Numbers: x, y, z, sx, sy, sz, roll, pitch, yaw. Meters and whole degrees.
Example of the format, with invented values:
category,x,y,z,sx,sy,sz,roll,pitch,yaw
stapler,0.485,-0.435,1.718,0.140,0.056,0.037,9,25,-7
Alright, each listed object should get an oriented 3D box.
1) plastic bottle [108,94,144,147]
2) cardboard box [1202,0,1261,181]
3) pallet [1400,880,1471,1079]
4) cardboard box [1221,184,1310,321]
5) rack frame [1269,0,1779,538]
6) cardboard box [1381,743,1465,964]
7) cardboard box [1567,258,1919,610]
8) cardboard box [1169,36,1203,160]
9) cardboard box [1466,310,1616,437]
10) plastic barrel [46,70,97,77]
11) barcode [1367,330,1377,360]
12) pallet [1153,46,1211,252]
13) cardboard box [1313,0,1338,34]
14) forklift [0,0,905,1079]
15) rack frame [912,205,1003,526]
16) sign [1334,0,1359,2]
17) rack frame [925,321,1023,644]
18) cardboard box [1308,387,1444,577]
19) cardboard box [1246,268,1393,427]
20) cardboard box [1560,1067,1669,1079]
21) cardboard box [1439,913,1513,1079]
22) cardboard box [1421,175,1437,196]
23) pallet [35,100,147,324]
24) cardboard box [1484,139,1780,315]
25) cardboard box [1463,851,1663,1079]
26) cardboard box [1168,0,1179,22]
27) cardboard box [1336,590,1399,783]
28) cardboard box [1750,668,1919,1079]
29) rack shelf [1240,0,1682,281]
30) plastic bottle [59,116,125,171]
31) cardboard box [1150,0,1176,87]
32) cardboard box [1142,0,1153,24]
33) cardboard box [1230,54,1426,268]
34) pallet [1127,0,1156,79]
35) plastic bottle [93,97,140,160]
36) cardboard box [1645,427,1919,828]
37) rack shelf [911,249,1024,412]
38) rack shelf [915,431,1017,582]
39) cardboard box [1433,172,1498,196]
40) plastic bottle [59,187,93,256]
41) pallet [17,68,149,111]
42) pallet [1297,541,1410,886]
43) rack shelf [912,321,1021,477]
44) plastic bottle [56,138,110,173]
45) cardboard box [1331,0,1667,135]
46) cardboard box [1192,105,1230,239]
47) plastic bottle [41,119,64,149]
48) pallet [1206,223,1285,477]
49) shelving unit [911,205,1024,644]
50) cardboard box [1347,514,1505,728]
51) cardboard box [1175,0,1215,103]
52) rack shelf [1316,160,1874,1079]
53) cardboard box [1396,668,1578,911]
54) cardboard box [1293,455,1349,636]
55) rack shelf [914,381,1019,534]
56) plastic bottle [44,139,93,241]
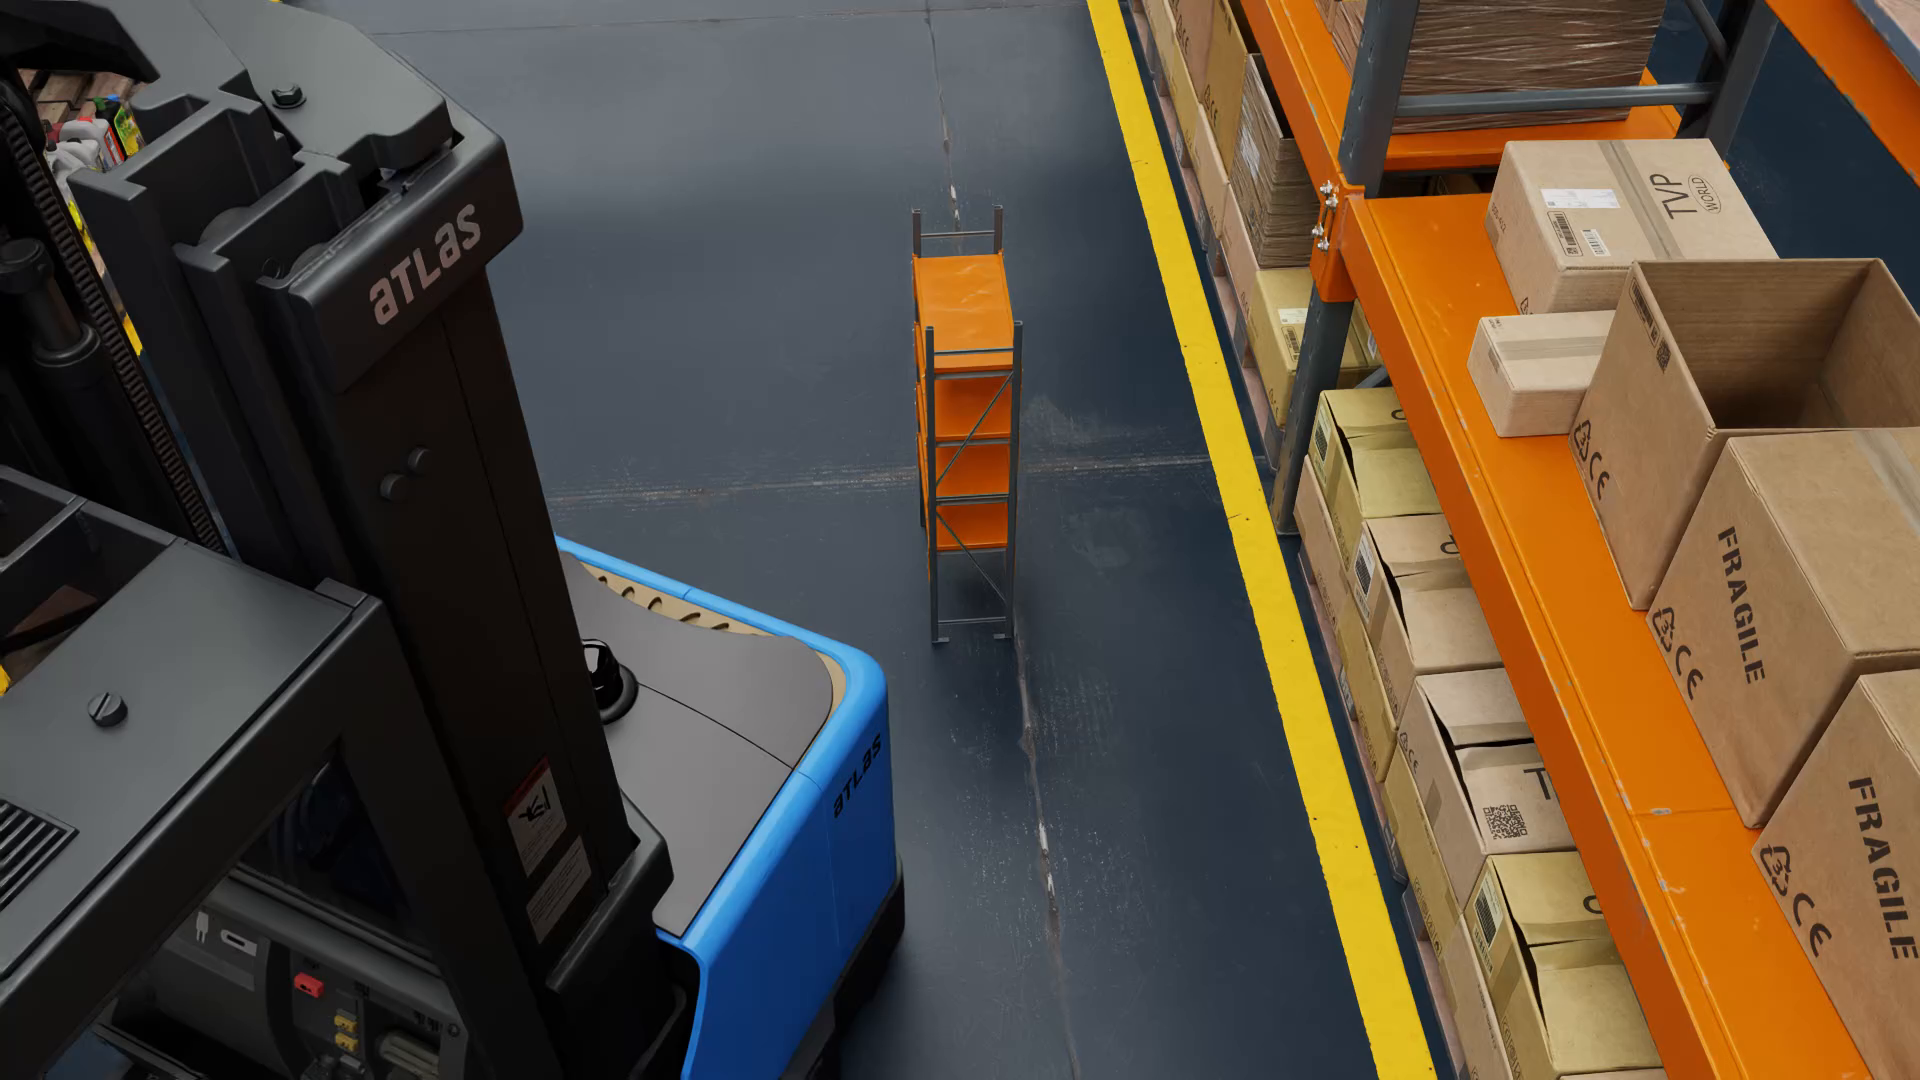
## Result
category,x,y,z,sx,sy,sz,roll,pitch,yaw
plastic bottle,-3.185,-1.597,6.321,0.097,0.201,0.097,0,47,0
cardboard box,1.163,-1.617,5.804,0.500,0.500,0.500,-3,47,-3
pallet,1.701,1.260,3.911,1.003,0.211,1.213,-3,47,-3
cardboard box,1.206,-0.998,5.734,0.500,0.250,0.500,-3,47,-3
rack frame,1.495,-1.114,4.239,1.000,3.000,0.127,-3,47,-3
cardboard box,1.370,0.738,4.089,0.500,0.250,0.500,-5,47,-5
cardboard box,1.587,-0.211,3.315,0.500,0.500,0.500,0,47,0
cardboard box,1.107,-1.720,6.418,0.500,0.250,0.500,-3,47,-3
cardboard box,1.366,-0.374,3.712,0.380,0.149,0.250,-3,47,-3
plastic barrel,-3.603,-2.165,6.658,0.421,0.512,0.421,0,47,0
barcode,1.102,-0.526,4.440,0.001,0.075,0.075,-3,47,-3
pallet,1.365,-1.618,6.637,1.003,0.211,1.213,-3,47,-3
cardboard box,1.401,-1.850,4.868,0.700,0.500,0.500,-4,47,-4
forklift,-1.232,0.800,2.473,1.130,2.935,3.031,19,49,17
rack frame,-0.007,-0.469,4.868,0.240,1.200,0.015,-3,47,-3
sign,0.942,-1.404,3.863,0.100,0.325,0.005,-3,47,-3
rack frame,0.034,-0.116,4.534,0.240,1.200,0.015,-3,47,-3
cardboard box,1.281,-0.192,4.584,0.500,0.311,0.500,-3,47,-3
cardboard box,1.239,-0.635,5.390,0.500,0.250,0.500,-3,47,-3
cardboard box,1.451,1.283,3.187,0.500,0.311,0.500,-4,47,-4
cardboard box,1.411,1.106,3.741,0.500,0.250,0.500,-3,47,-3
cardboard box,1.719,-1.287,5.491,0.500,0.500,0.500,-3,47,-3
pallet,-3.561,-1.230,6.270,1.003,0.211,1.213,-3,47,-3
cardboard box,1.580,-0.709,3.959,0.500,0.250,0.500,-1,47,-1
cardboard box,1.411,0.920,3.531,0.500,0.311,0.500,-2,47,-2
cardboard box,1.082,-2.341,6.489,0.500,0.500,0.500,-3,47,-3
cardboard box,1.323,0.364,4.444,0.500,0.250,0.500,-2,47,-2
cardboard box,1.673,0.532,2.611,0.500,0.500,0.500,-6,47,-5
rack shelf,1.328,-2.314,5.871,1.077,0.370,4.000,-3,47,-3
plastic bottle,-3.192,-1.438,6.119,0.152,0.276,0.135,-3,47,-3
cardboard box,1.070,-2.082,6.761,0.500,0.250,0.500,-3,47,-3
cardboard box,1.029,-2.444,7.103,0.500,0.250,0.500,-3,47,-3
cardboard box,1.208,-1.256,5.461,0.500,0.500,0.500,-3,47,-3
pallet,1.266,-2.499,7.471,1.003,0.211,1.213,-3,47,-3
plastic bottle,-3.157,-1.542,6.212,0.061,0.283,0.133,-2,47,-2
cardboard box,1.629,0.152,2.972,0.500,0.500,0.500,-3,47,-3
rack shelf,0.014,-0.563,4.416,0.258,0.148,0.480,-3,47,-3
rack shelf,0.014,-0.110,4.894,0.258,0.148,0.480,-3,47,-3
cardboard box,1.768,-0.926,5.149,0.500,0.500,0.500,-3,47,-3
plastic bottle,-3.147,-1.110,5.756,0.144,0.351,0.185,-4,47,-4
pallet,-3.660,-2.111,7.104,1.003,0.211,1.213,-3,47,-3
pallet,1.596,0.375,4.749,1.003,0.211,1.213,-3,47,-3
rack shelf,0.014,-0.400,4.587,0.258,0.148,0.480,-3,47,-3
plastic bottle,-3.180,-1.338,6.024,0.152,0.276,0.135,-5,47,-4
cardboard box,1.452,-1.469,4.507,0.700,0.500,0.500,-5,47,-4
cardboard box,1.150,-1.359,6.075,0.500,0.250,0.500,-3,47,-3
plastic bottle,-3.298,-1.434,6.110,0.061,0.283,0.133,-3,47,-3
pallet,1.470,-0.733,5.799,1.003,0.211,1.213,-3,47,-3
shelving unit,0.014,-0.293,4.701,0.258,1.200,0.503,-3,47,-3
cardboard box,1.318,0.171,4.241,0.500,0.311,0.500,-4,47,-4
cardboard box,1.106,-1.978,6.146,0.500,0.500,0.500,-3,47,-3
rack shelf,1.663,0.580,3.130,1.077,0.370,4.000,-3,47,-3
cardboard box,1.363,0.545,3.886,0.500,0.311,0.500,-5,47,-5
cardboard box,1.282,-0.006,4.795,0.500,0.250,0.500,-5,47,-4
rack shelf,0.014,-0.247,4.750,0.258,0.148,0.480,-3,47,-3
plastic bottle,-3.162,-1.244,5.884,0.144,0.351,0.185,-2,47,-2
